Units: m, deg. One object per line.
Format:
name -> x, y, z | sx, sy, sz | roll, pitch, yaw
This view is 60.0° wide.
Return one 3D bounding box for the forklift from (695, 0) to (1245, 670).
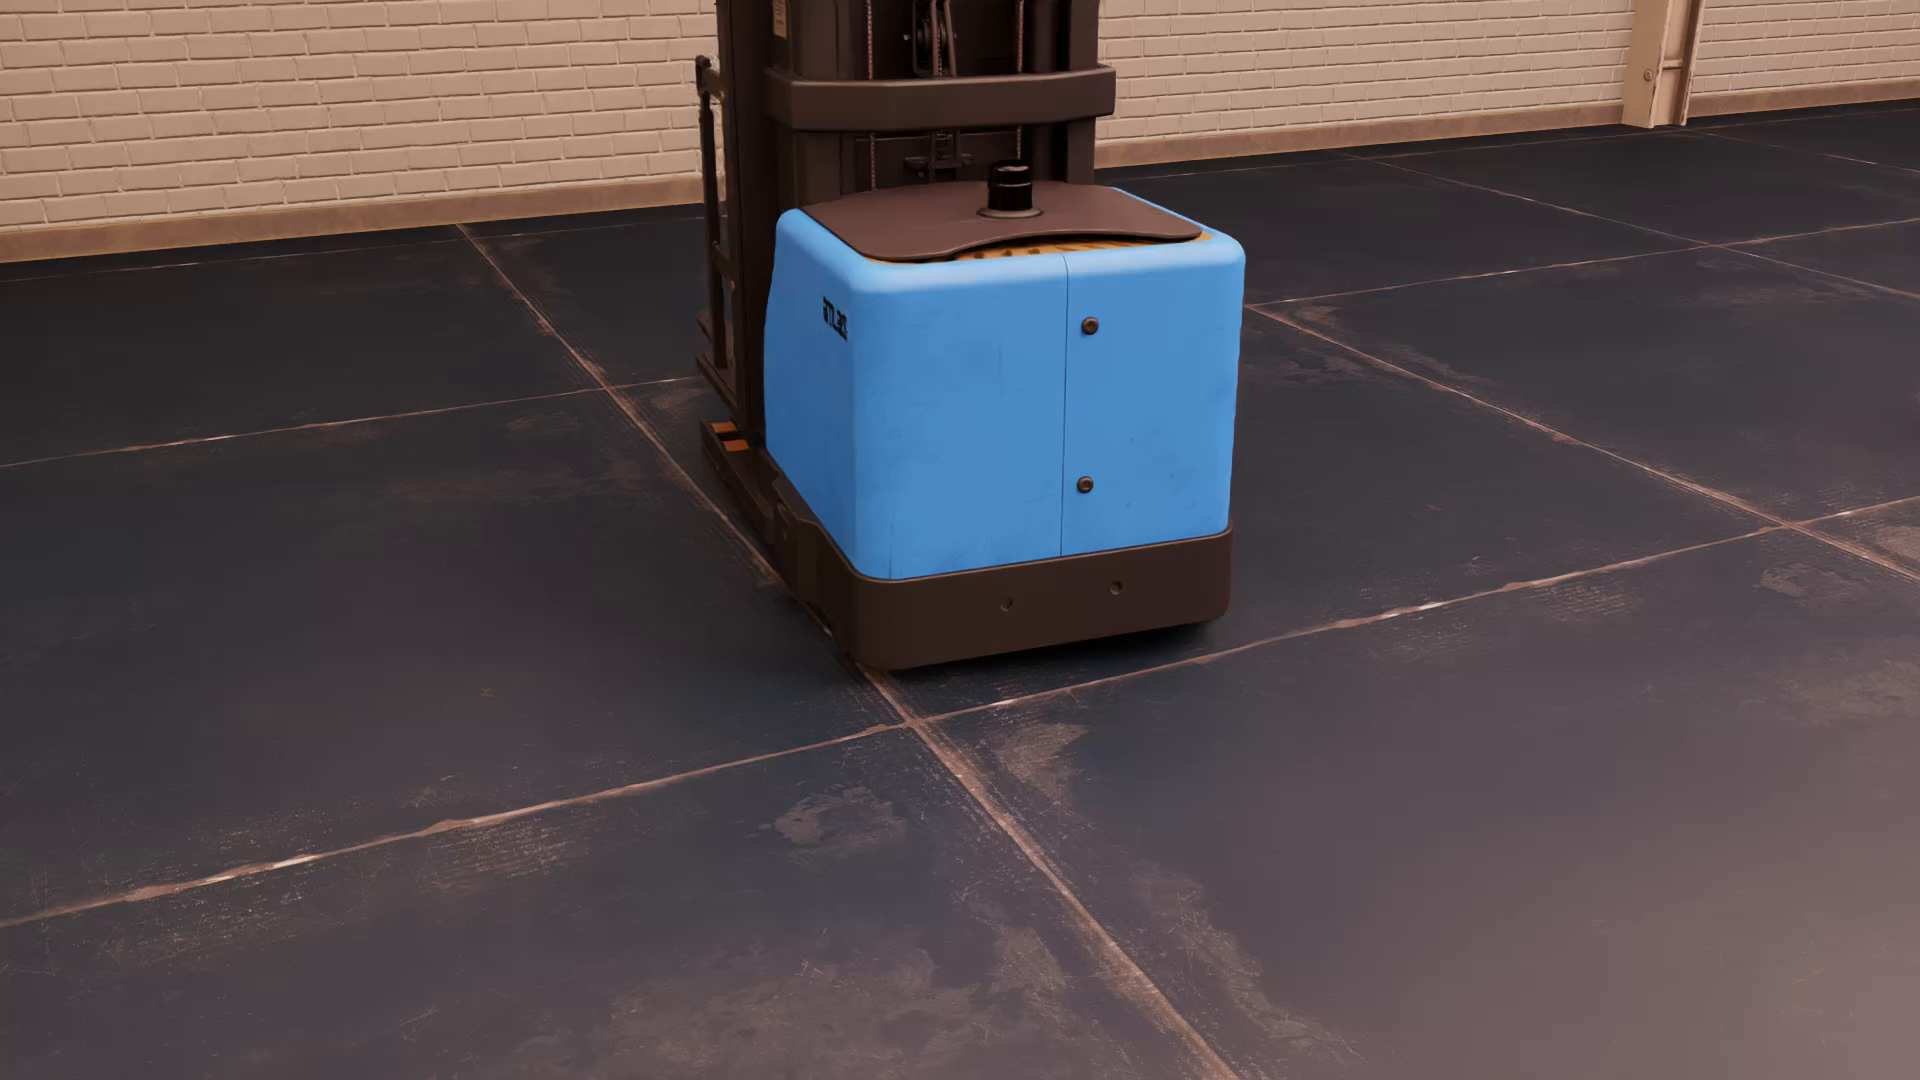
forklift -> -0.246, -1.567, 5.057 | 1.130, 2.935, 3.031 | -8, 24, -18
